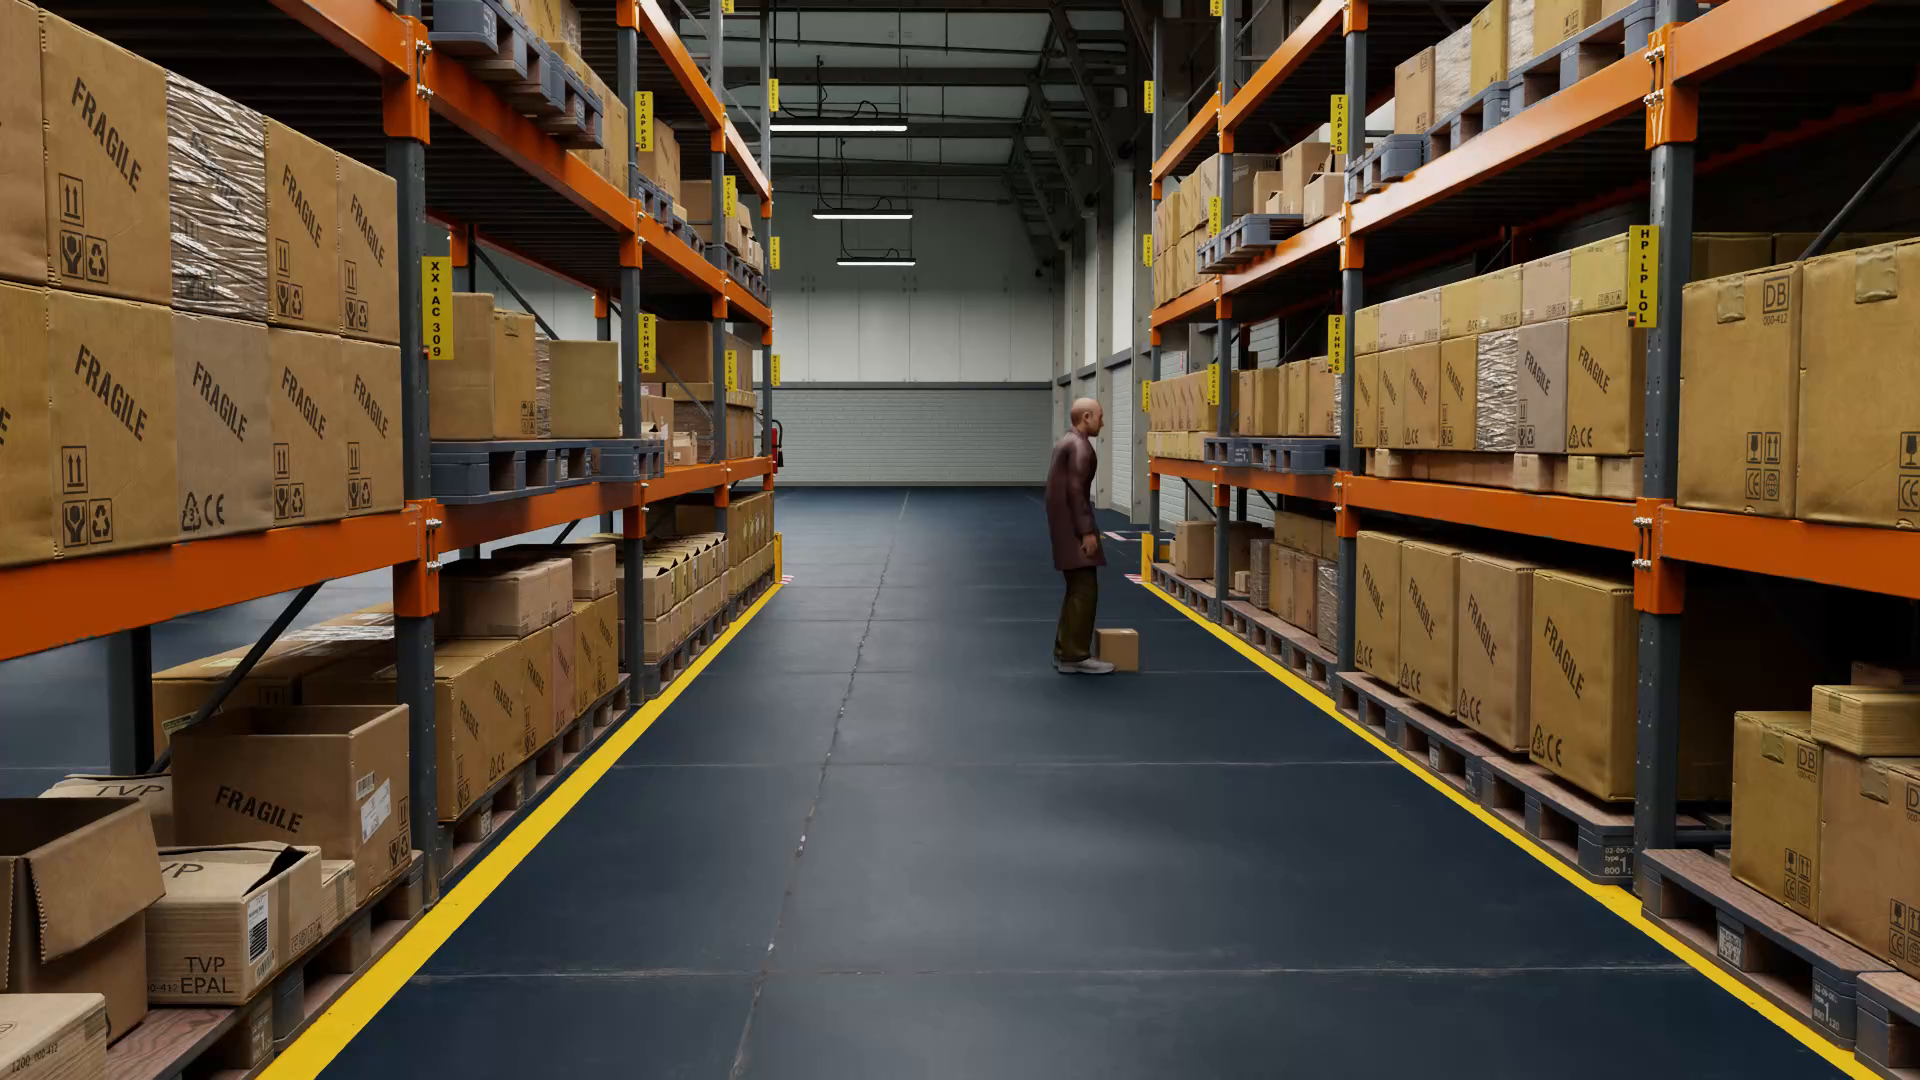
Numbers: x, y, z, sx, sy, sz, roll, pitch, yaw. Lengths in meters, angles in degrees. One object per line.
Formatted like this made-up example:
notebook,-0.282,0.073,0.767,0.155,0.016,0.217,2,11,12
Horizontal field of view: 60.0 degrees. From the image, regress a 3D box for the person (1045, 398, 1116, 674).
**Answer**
person,0.773,-0.039,10.827,0.429,1.772,0.643,0,4,-4
